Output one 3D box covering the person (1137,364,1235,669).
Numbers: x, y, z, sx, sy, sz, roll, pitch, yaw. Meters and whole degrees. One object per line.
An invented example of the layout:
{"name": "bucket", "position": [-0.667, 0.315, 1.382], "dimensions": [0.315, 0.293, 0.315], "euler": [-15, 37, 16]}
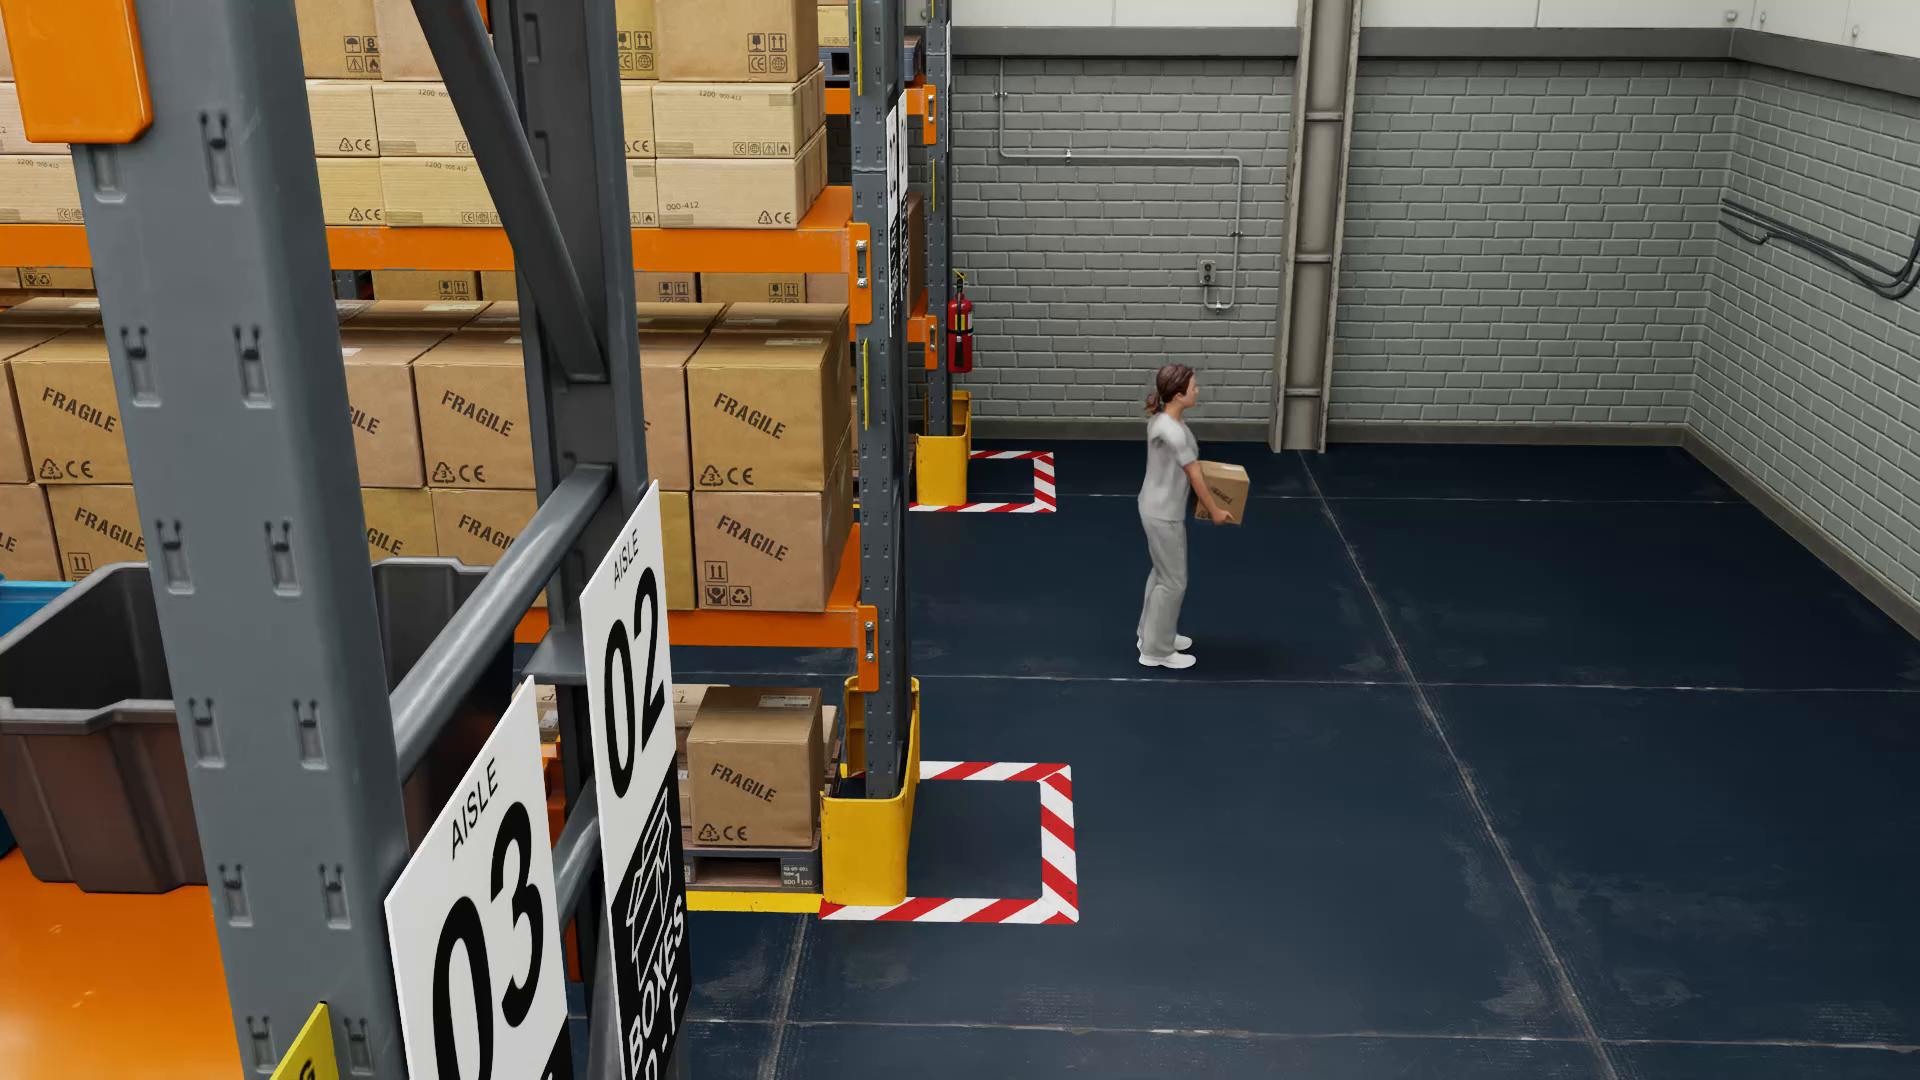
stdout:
{"name": "person", "position": [1.207, -0.135, 8.955], "dimensions": [0.500, 1.668, 0.411], "euler": [0, 21, 1]}
